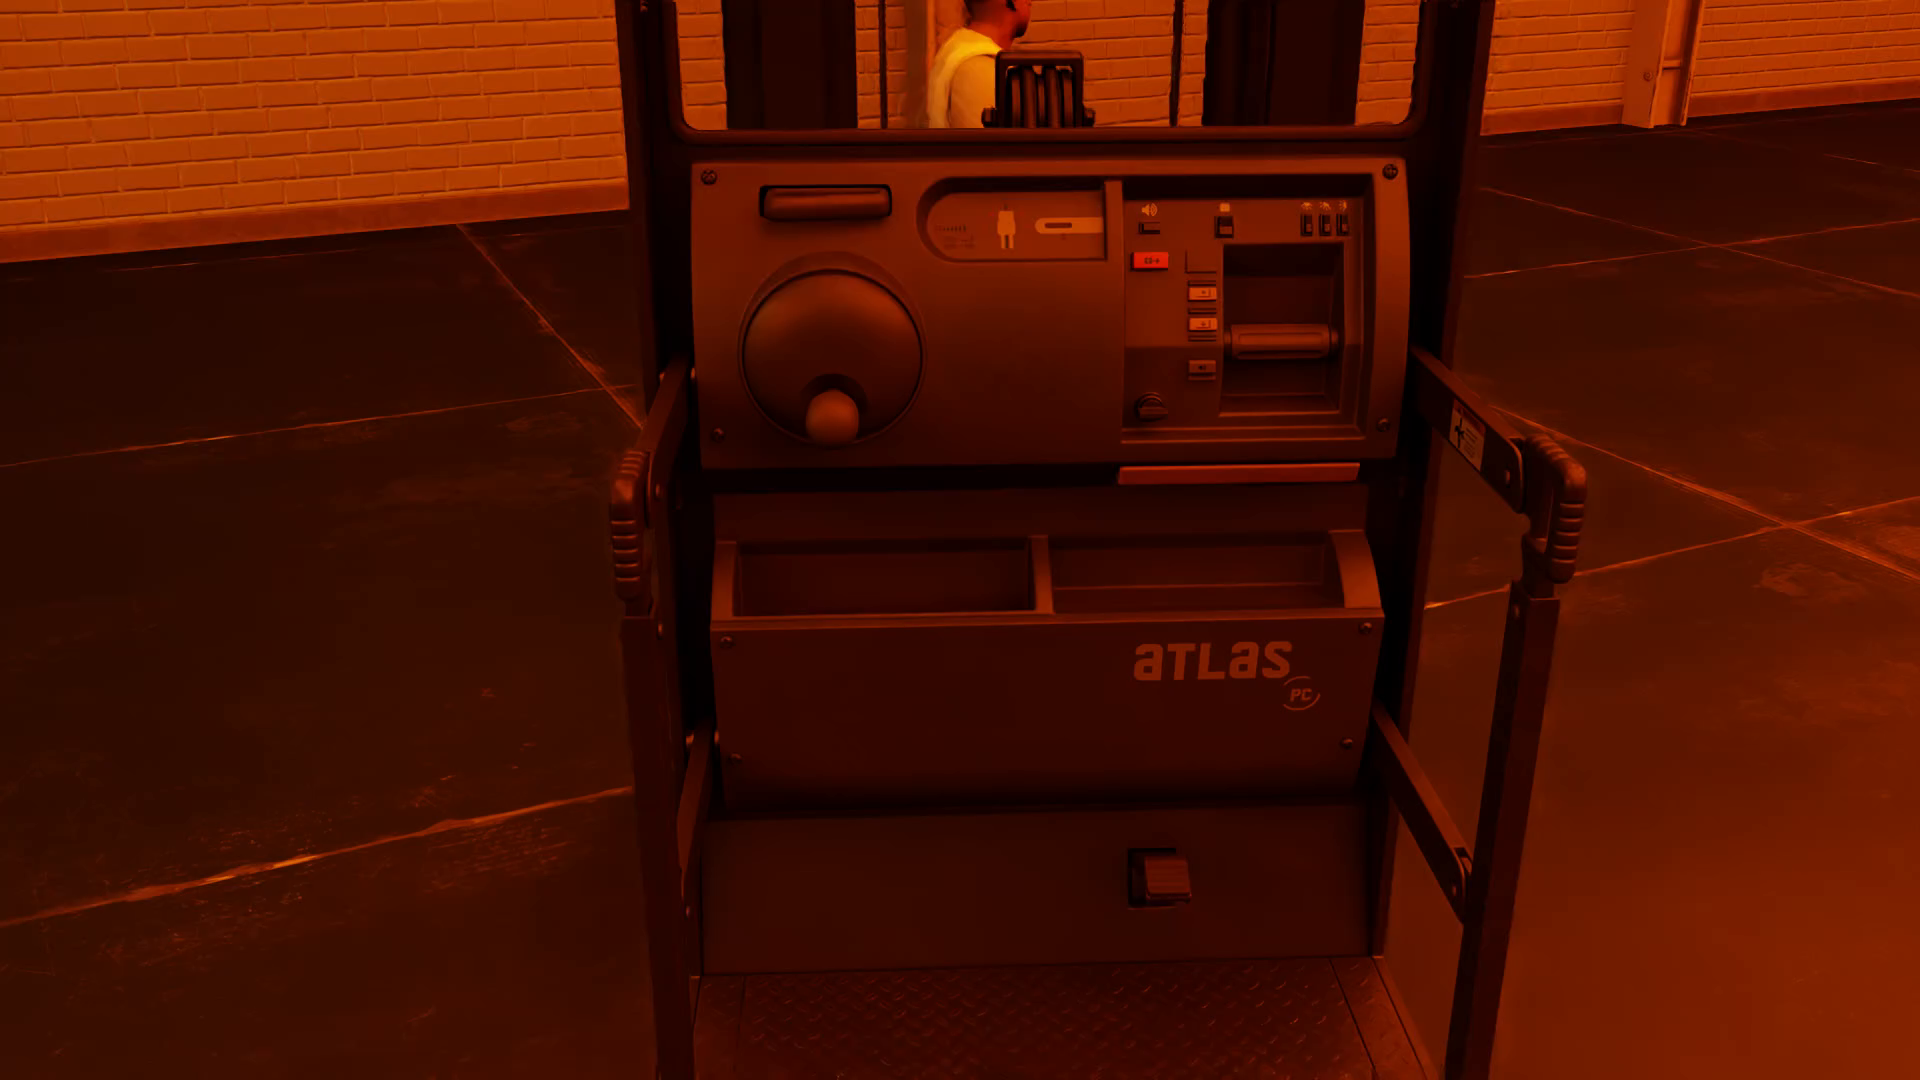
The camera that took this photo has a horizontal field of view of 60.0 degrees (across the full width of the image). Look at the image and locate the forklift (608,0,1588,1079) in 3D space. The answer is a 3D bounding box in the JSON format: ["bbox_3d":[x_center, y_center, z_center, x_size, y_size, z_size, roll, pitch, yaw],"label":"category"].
[{"bbox_3d":[0.133,-0.283,1.968,1.130,2.935,3.031,-1,23,-3],"label":"forklift"}]

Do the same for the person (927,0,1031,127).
[{"bbox_3d":[0.216,-0.824,4.805,0.623,1.770,0.718,-4,23,-9],"label":"person"}]
